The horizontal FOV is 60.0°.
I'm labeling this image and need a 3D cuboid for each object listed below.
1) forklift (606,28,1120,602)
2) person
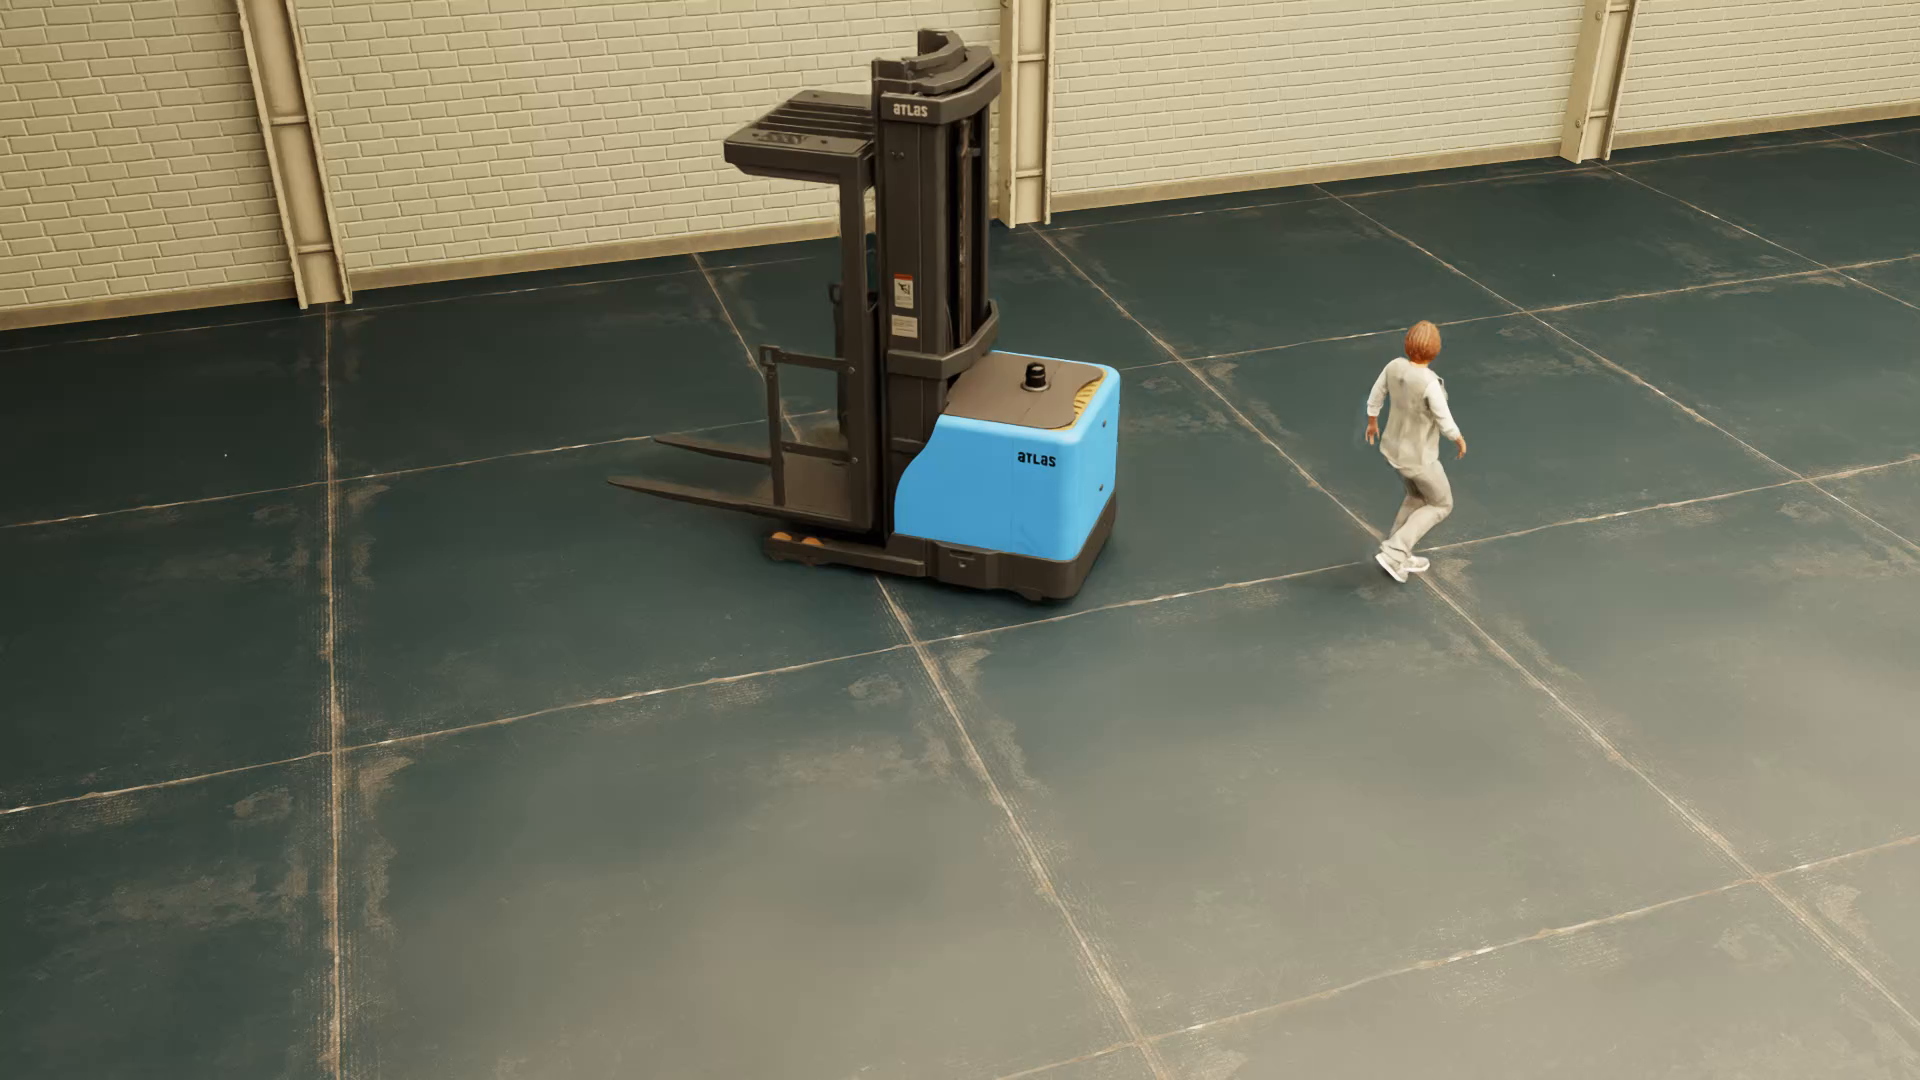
[{"bbox_3d":[-0.637,-1.354,9.441,3.031,2.935,1.130,10,31,16],"label":"forklift"},{"bbox_3d":[2.545,-0.504,9.348,0.480,1.562,0.623,-9,31,-16],"label":"person"}]
